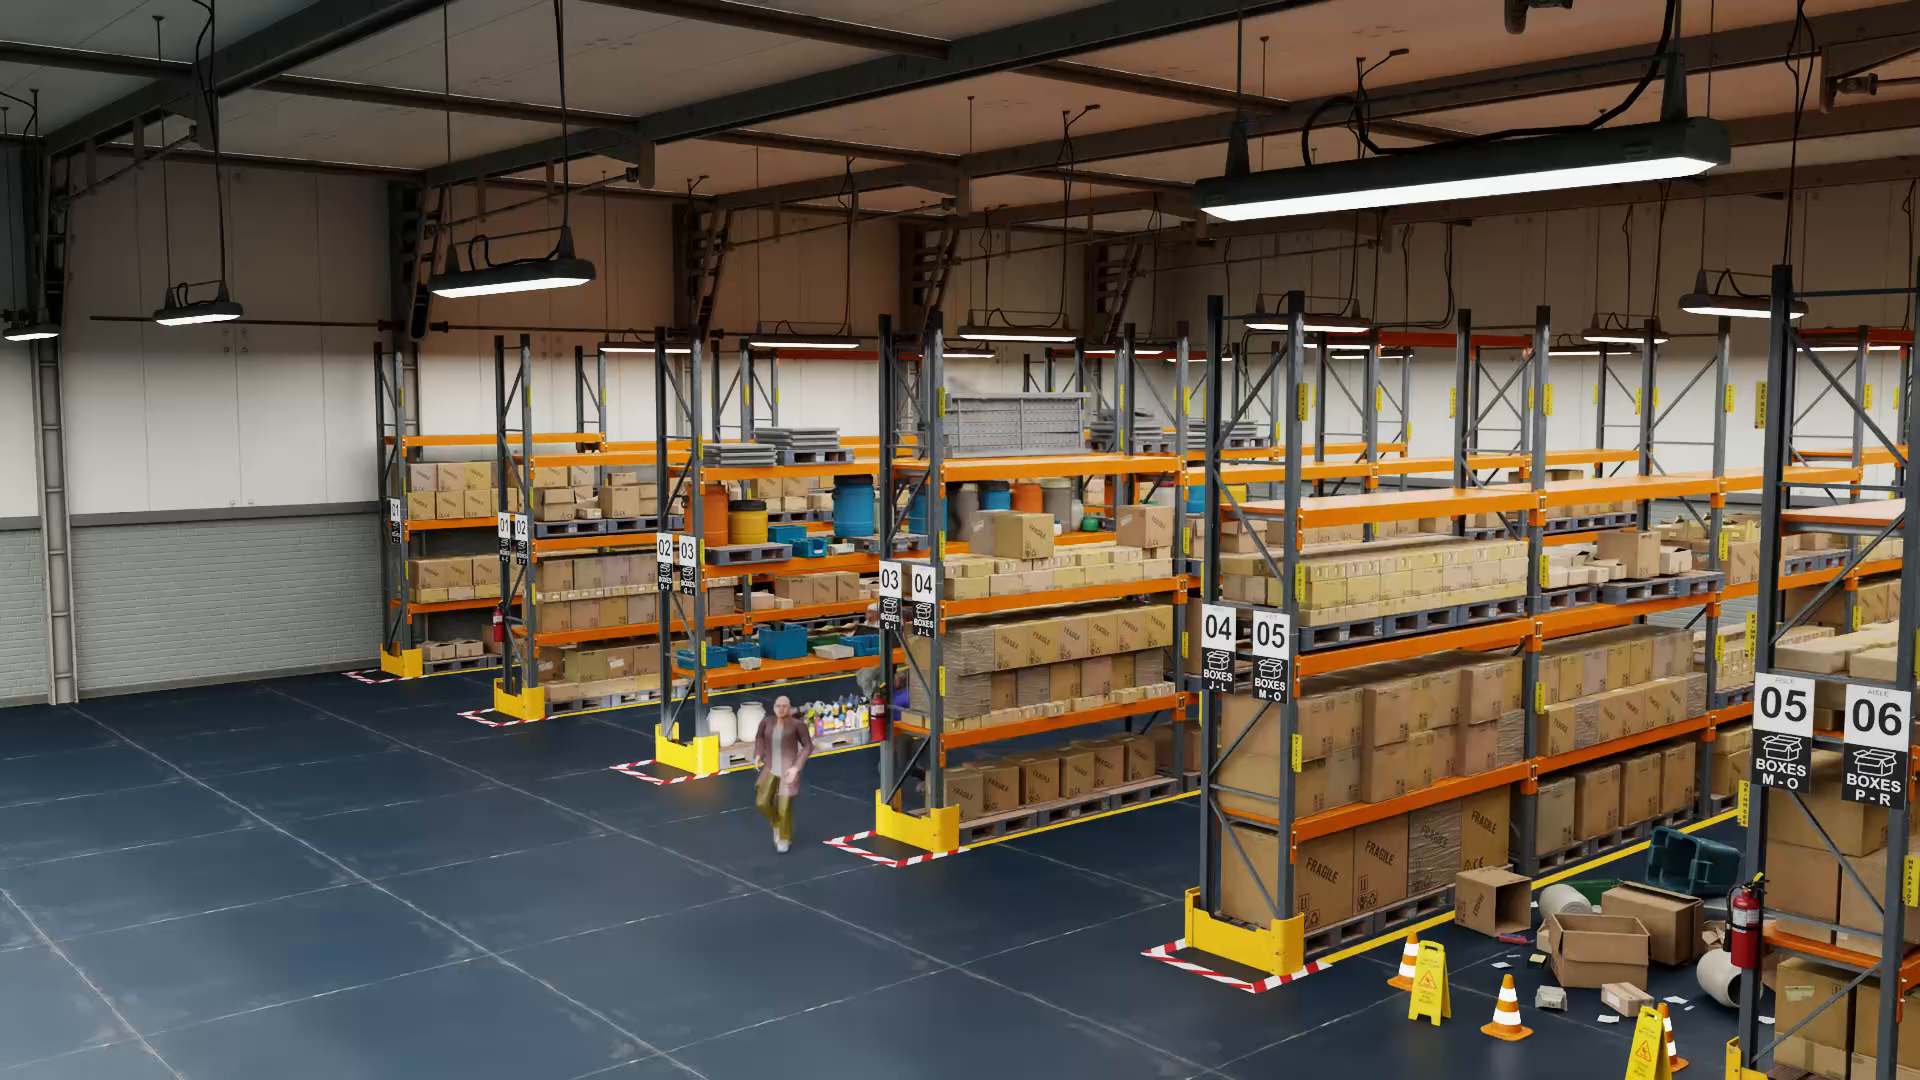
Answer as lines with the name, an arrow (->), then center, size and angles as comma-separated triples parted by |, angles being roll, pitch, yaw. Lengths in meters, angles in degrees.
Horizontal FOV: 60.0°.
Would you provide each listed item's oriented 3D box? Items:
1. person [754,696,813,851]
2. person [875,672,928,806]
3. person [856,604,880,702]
person -> -2.022, 2.612, 18.578 | 0.739, 1.742, 0.551 | 2, 5, 18
person -> -0.735, 2.472, 20.810 | 0.786, 1.644, 0.598 | -4, 7, -40
person -> -1.380, 1.881, 26.558 | 0.681, 1.740, 0.658 | -5, 7, -44
